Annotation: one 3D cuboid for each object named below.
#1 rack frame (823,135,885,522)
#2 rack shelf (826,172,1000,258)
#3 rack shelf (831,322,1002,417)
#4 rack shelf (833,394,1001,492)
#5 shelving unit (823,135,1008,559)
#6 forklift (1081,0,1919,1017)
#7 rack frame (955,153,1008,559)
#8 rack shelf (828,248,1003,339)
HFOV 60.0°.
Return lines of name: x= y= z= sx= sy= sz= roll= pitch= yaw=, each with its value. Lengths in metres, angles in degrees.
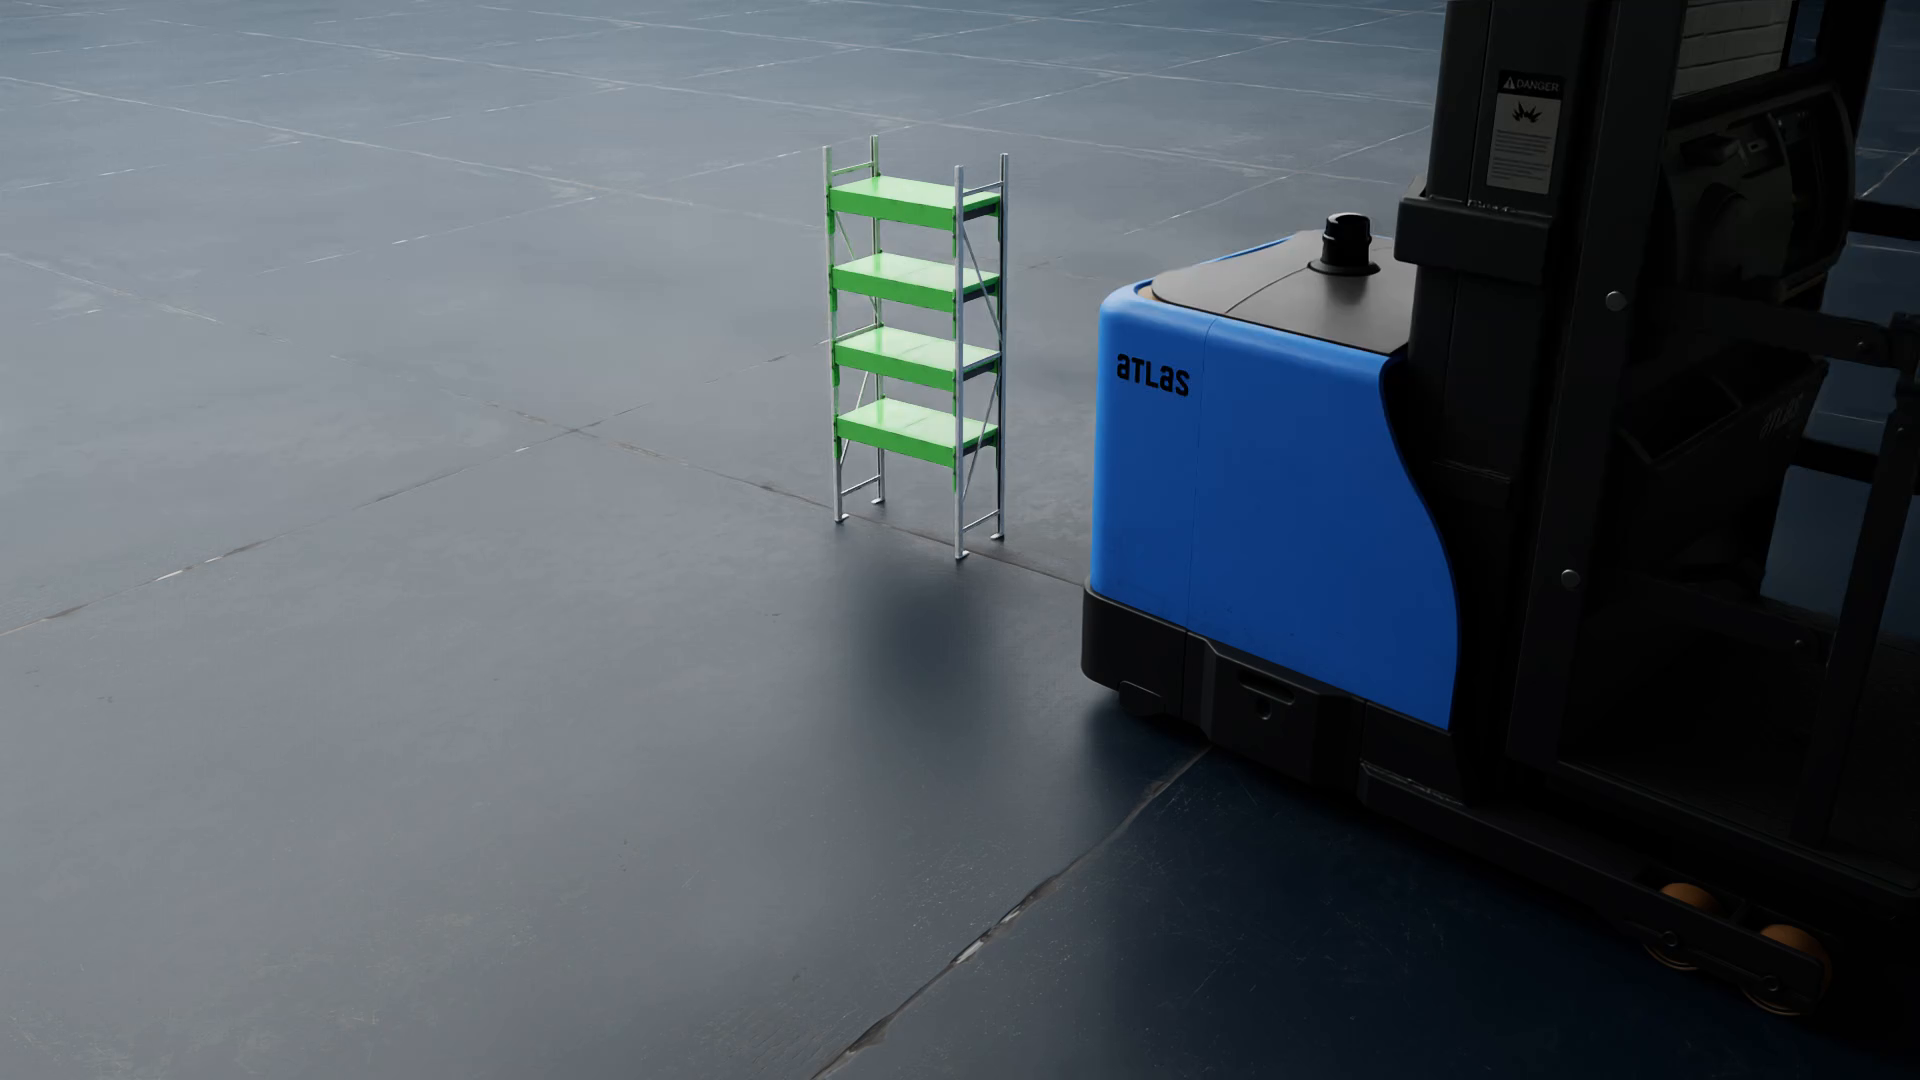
rack frame: x=-0.328 y=-0.648 z=5.233 sx=0.015 sy=1.200 sz=0.240 roll=17 pitch=29 yaw=33
rack shelf: x=-0.132 y=-0.970 z=4.931 sx=0.480 sy=0.148 sz=0.258 roll=17 pitch=29 yaw=33
rack shelf: x=-0.132 y=-0.531 z=5.125 sx=0.480 sy=0.148 sz=0.258 roll=17 pitch=29 yaw=33
rack shelf: x=-0.132 y=-0.311 z=5.221 sx=0.480 sy=0.148 sz=0.258 roll=17 pitch=29 yaw=33
shelving unit: x=-0.132 y=-0.589 z=5.099 sx=0.503 sy=1.200 sz=0.258 roll=17 pitch=29 yaw=33
forklift: x=1.723 y=-0.669 z=3.134 sx=3.031 sy=2.935 sz=1.130 roll=21 pitch=32 yaw=39
rack frame: x=0.063 y=-0.530 z=4.965 sx=0.015 sy=1.200 sz=0.240 roll=17 pitch=29 yaw=33
rack shelf: x=-0.132 y=-0.750 z=5.028 sx=0.480 sy=0.148 sz=0.258 roll=17 pitch=29 yaw=33
